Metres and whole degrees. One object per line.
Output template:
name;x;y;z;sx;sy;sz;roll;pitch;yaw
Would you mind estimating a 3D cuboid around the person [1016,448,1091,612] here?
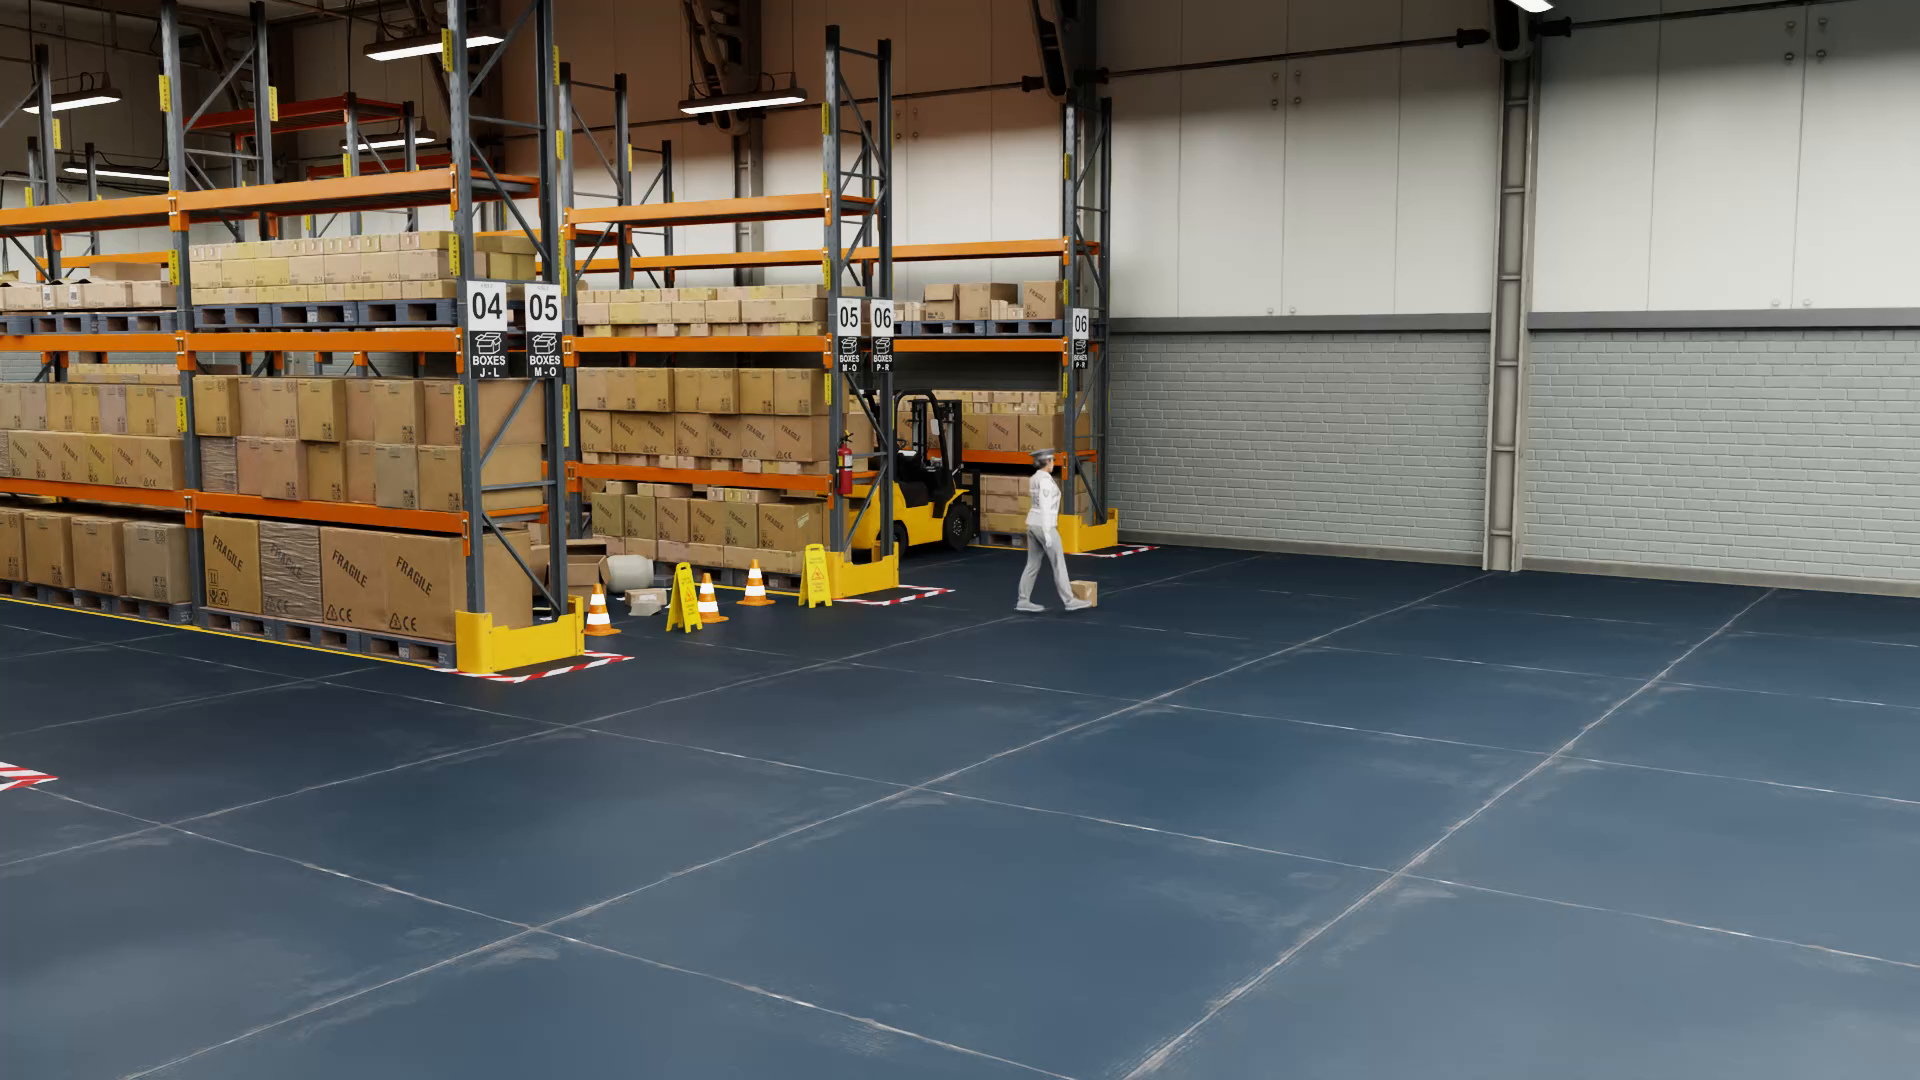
person;0.938;-0.103;16.793;0.732;1.646;0.511;-2;7;-17
